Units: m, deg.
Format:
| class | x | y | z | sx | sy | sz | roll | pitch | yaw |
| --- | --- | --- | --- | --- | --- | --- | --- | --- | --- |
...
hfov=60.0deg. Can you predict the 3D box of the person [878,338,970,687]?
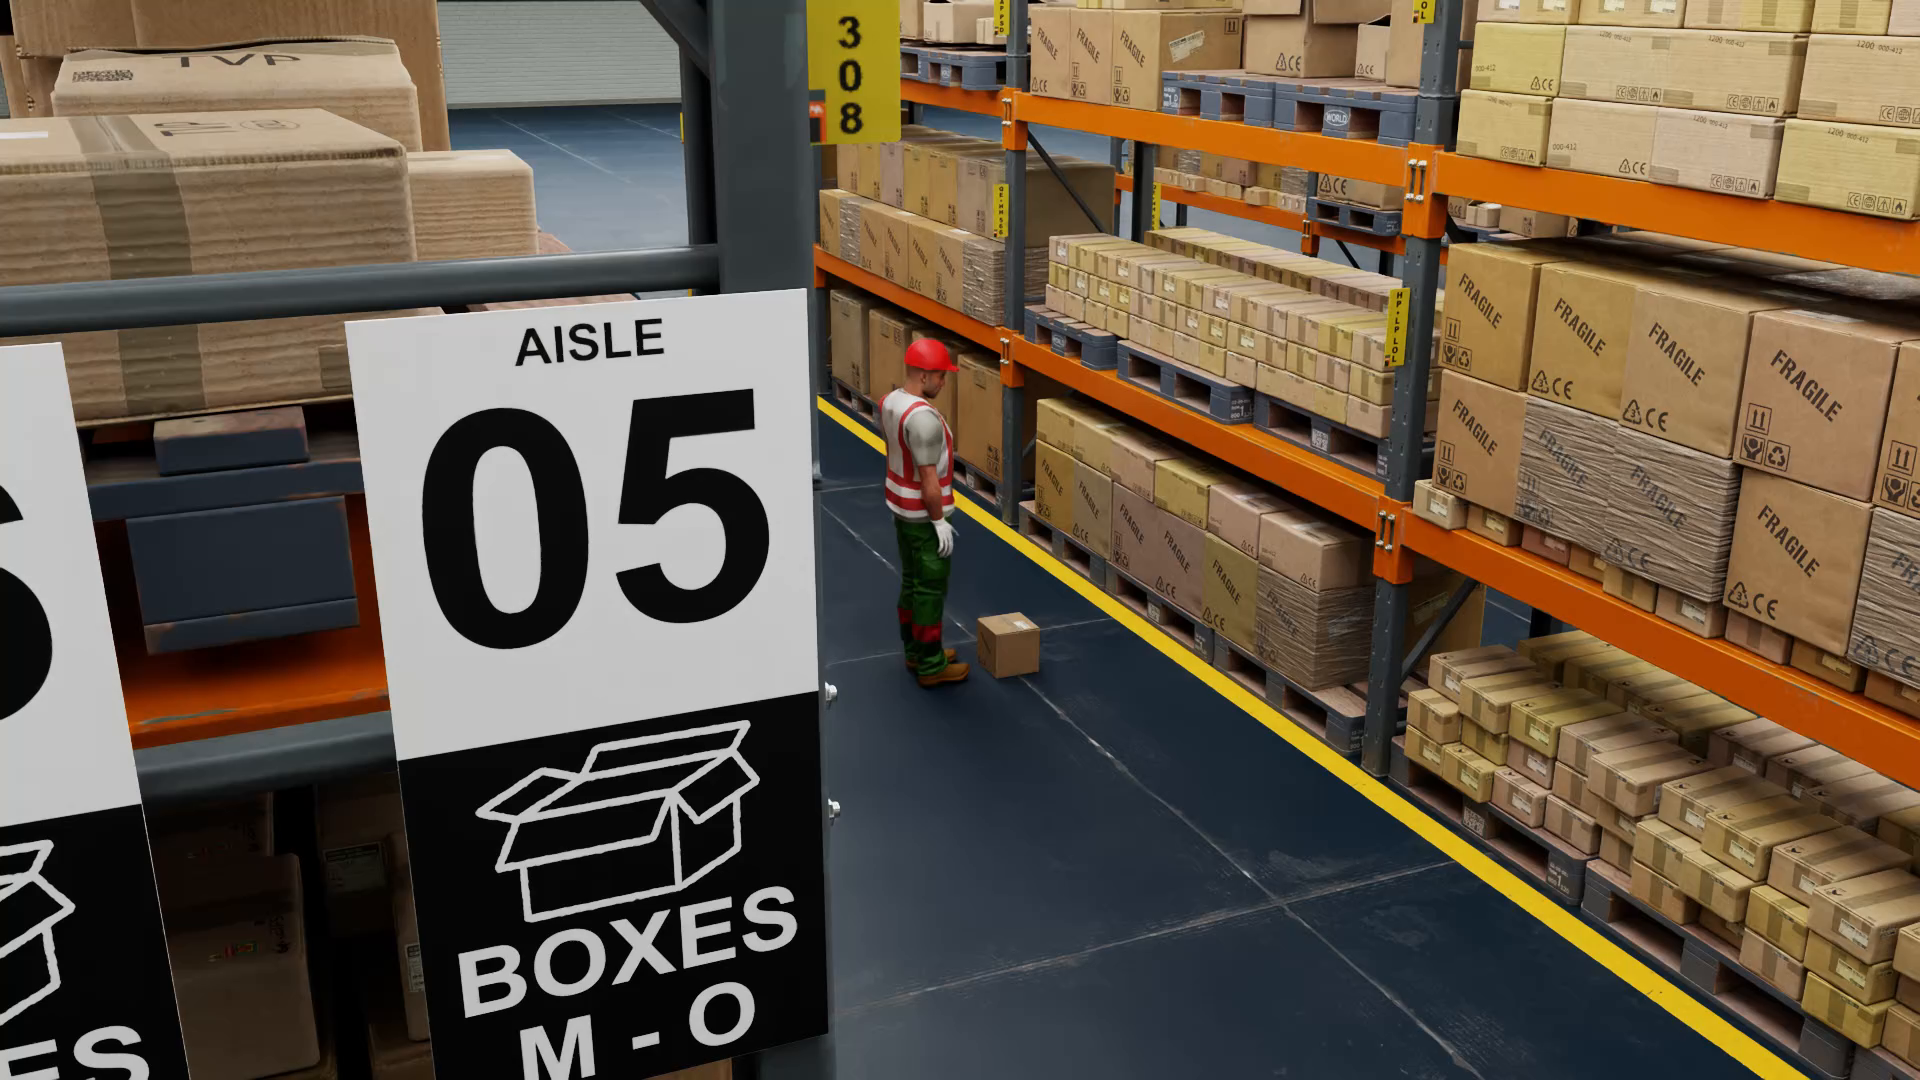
| class | x | y | z | sx | sy | sz | roll | pitch | yaw |
| --- | --- | --- | --- | --- | --- | --- | --- | --- | --- |
| person | -0.150 | -0.137 | 8.373 | 0.434 | 1.791 | 0.556 | -8 | 20 | -21 |
